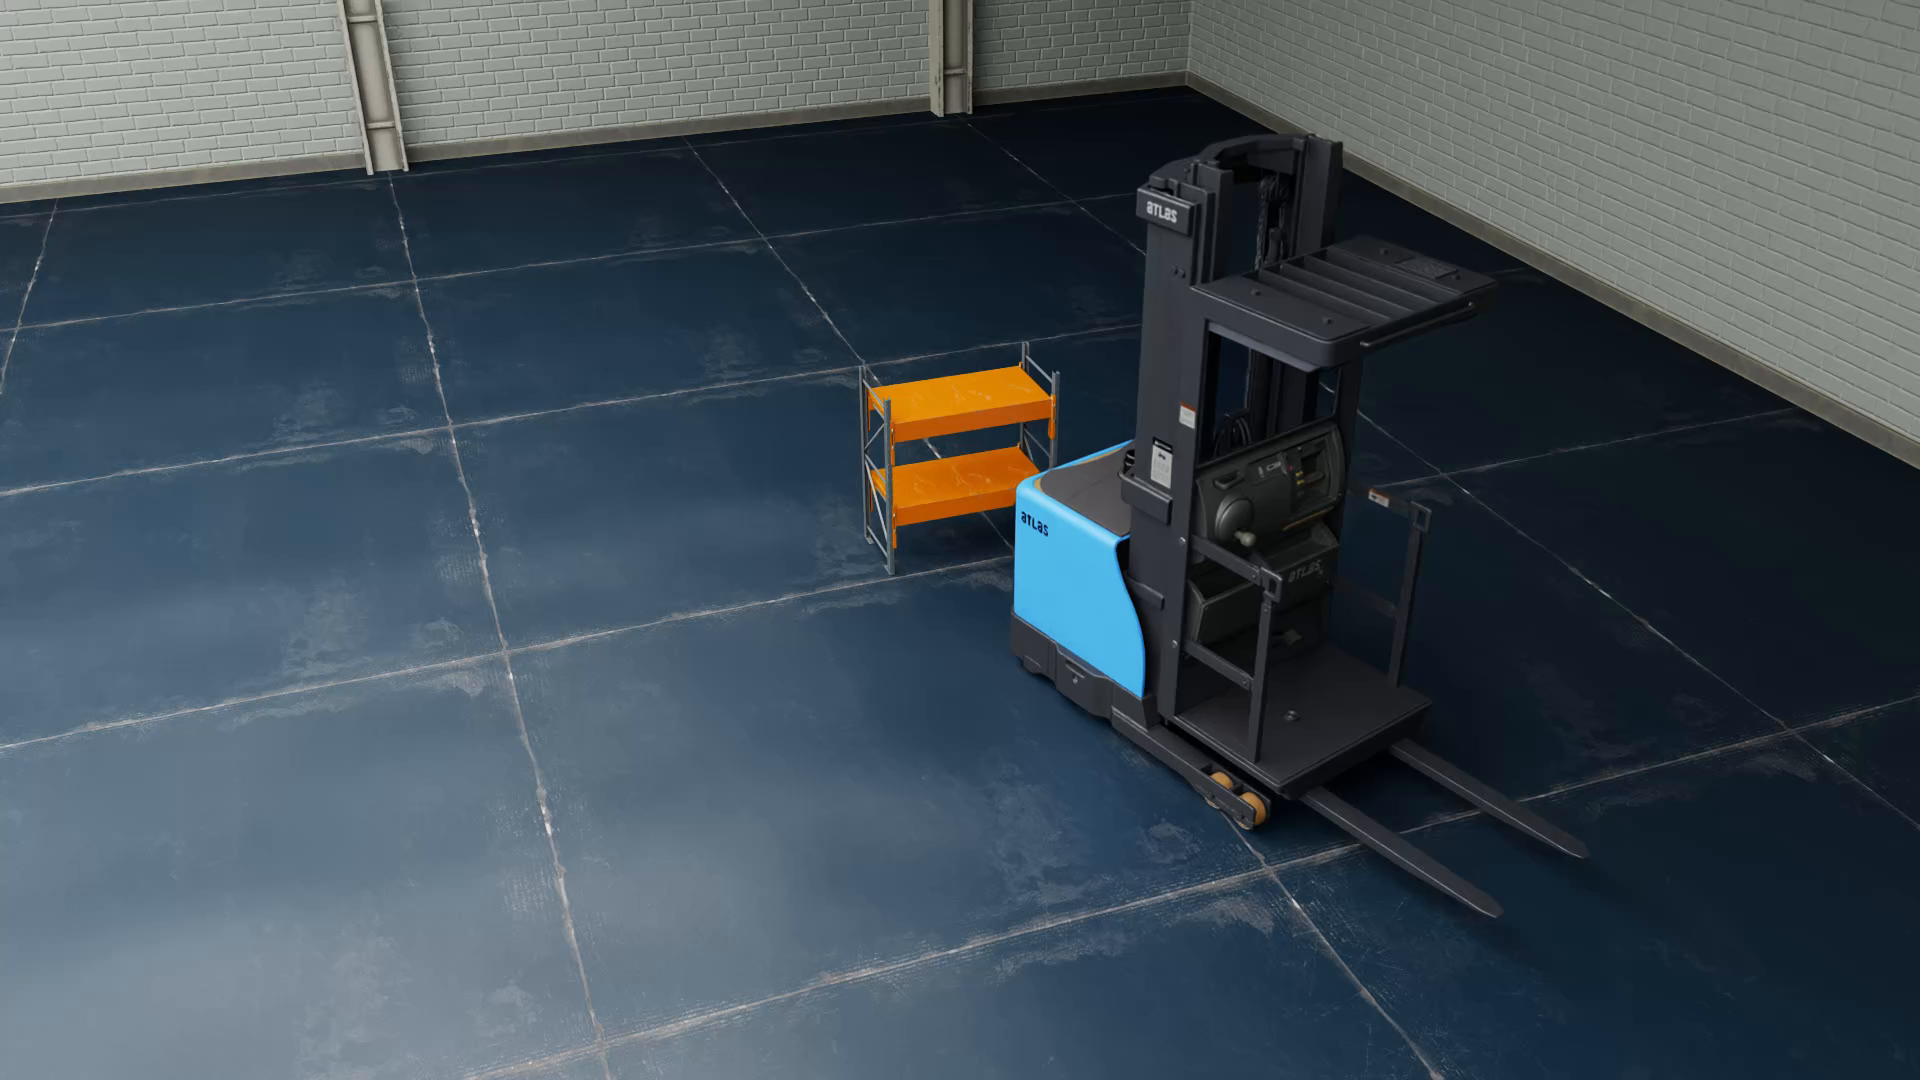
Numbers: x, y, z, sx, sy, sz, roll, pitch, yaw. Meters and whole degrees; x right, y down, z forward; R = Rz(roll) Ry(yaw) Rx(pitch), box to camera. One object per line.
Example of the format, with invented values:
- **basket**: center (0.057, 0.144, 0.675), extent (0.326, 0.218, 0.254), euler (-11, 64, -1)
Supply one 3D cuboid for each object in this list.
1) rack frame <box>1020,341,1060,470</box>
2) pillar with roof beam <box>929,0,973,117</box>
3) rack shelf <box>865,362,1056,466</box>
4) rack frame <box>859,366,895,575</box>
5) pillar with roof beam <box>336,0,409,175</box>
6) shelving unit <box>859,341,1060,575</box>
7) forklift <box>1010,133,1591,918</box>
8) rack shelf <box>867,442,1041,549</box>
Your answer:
- **rack frame**: center (0.470, -0.575, 9.974), extent (0.032, 1.125, 0.500), euler (-10, 31, -18)
- **pillar with roof beam**: center (1.404, -6.663, 12.705), extent (0.400, 9.000, 9.100), euler (-10, 31, -18)
- **rack shelf**: center (-0.006, -0.742, 9.675), extent (1.000, 0.278, 0.538), euler (-10, 31, -18)
- **rack frame**: center (-0.483, -0.400, 9.666), extent (0.032, 1.125, 0.500), euler (-10, 31, -18)
- **pillar with roof beam**: center (-4.219, -5.627, 10.887), extent (0.400, 9.000, 9.100), euler (-10, 31, -18)
- **shelving unit**: center (-0.006, -0.488, 9.820), extent (1.048, 1.125, 0.538), euler (-10, 31, -18)
- **forklift**: center (1.566, -0.207, 7.503), extent (1.130, 2.935, 3.031), euler (-21, 36, -32)
- **rack shelf**: center (-0.006, -0.275, 9.941), extent (1.000, 0.278, 0.538), euler (-10, 31, -18)
